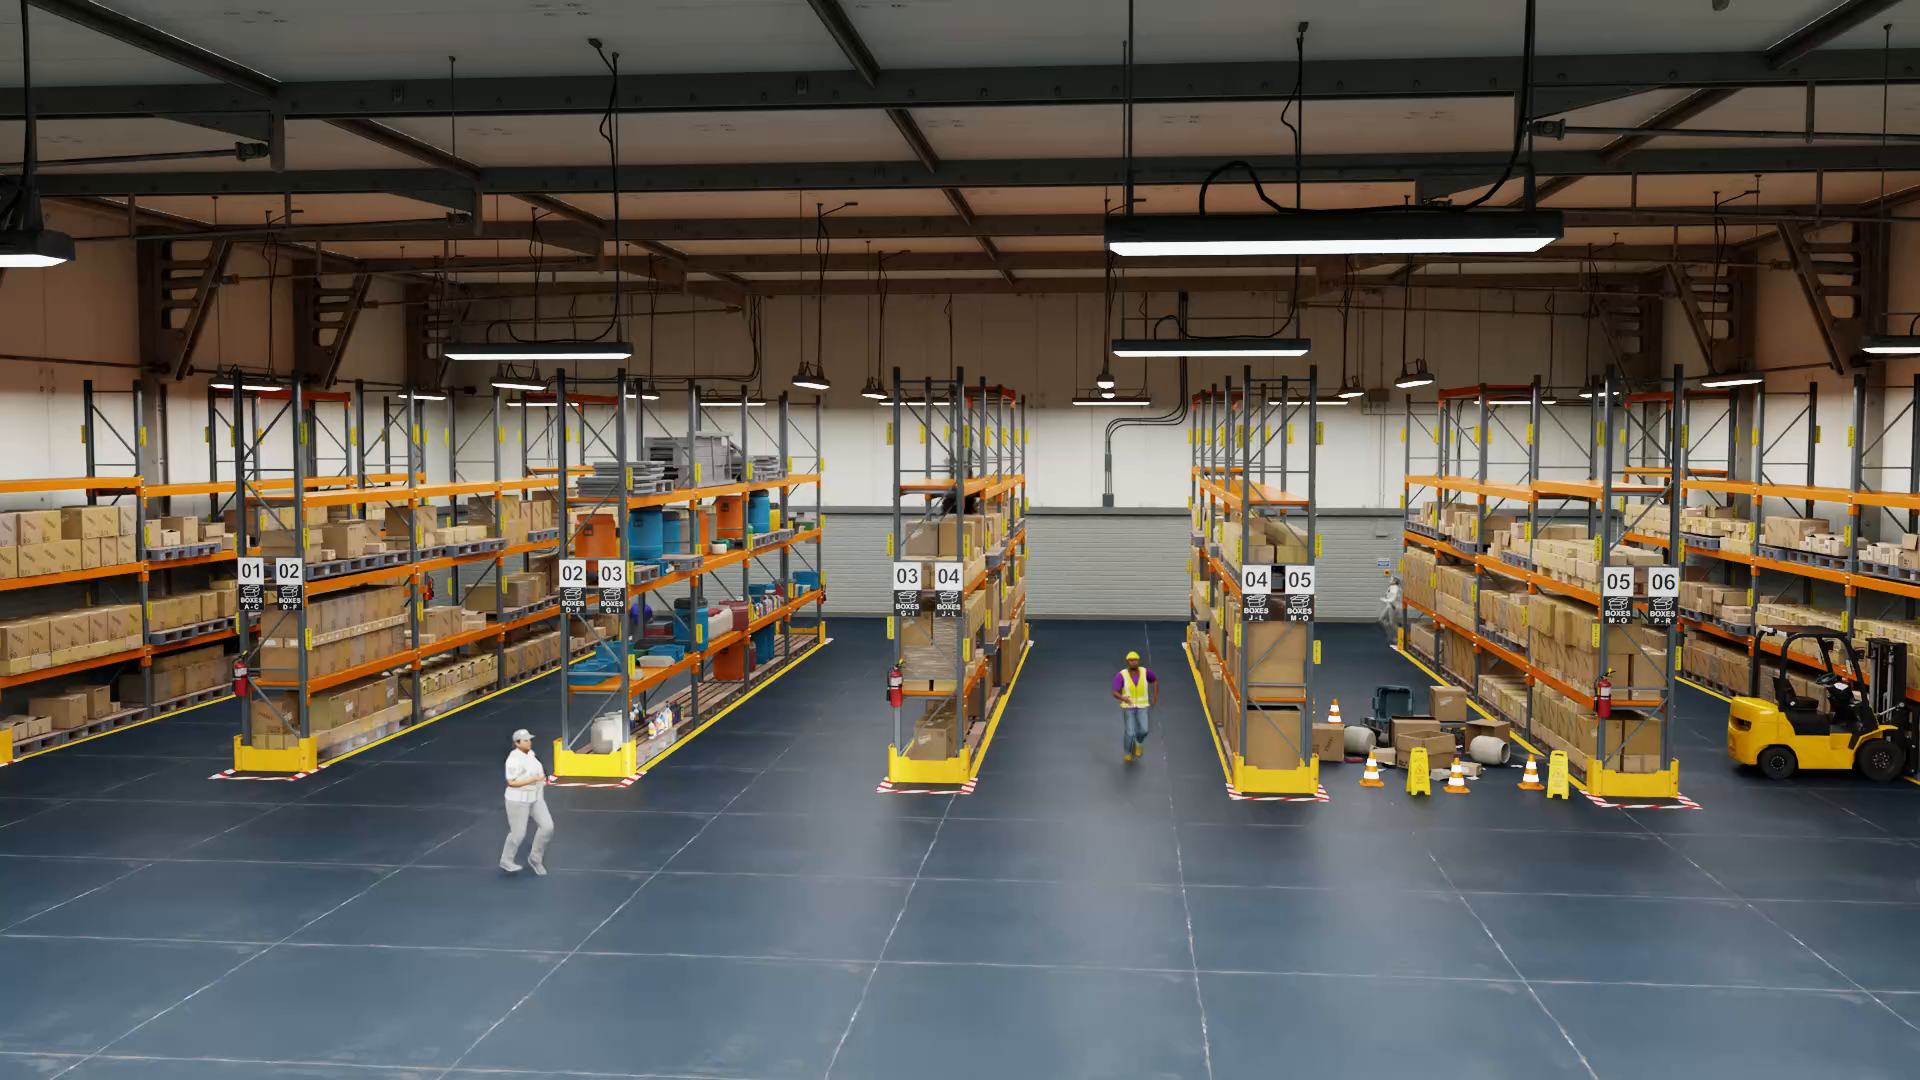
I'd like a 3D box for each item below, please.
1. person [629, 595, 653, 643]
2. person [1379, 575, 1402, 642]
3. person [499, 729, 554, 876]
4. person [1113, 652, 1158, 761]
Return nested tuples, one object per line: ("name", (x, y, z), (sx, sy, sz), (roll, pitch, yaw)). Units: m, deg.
("person", (-6.953, 1.958, 36.128), (0.558, 1.608, 0.586), (0, 4, -6))
("person", (10.511, 1.675, 40.416), (0.582, 1.693, 0.605), (0, 4, 1))
("person", (-4.938, 3.006, 18.933), (0.680, 1.714, 0.582), (2, 4, 27))
("person", (2.690, 2.555, 25.380), (0.726, 1.714, 0.743), (0, 4, -2))
